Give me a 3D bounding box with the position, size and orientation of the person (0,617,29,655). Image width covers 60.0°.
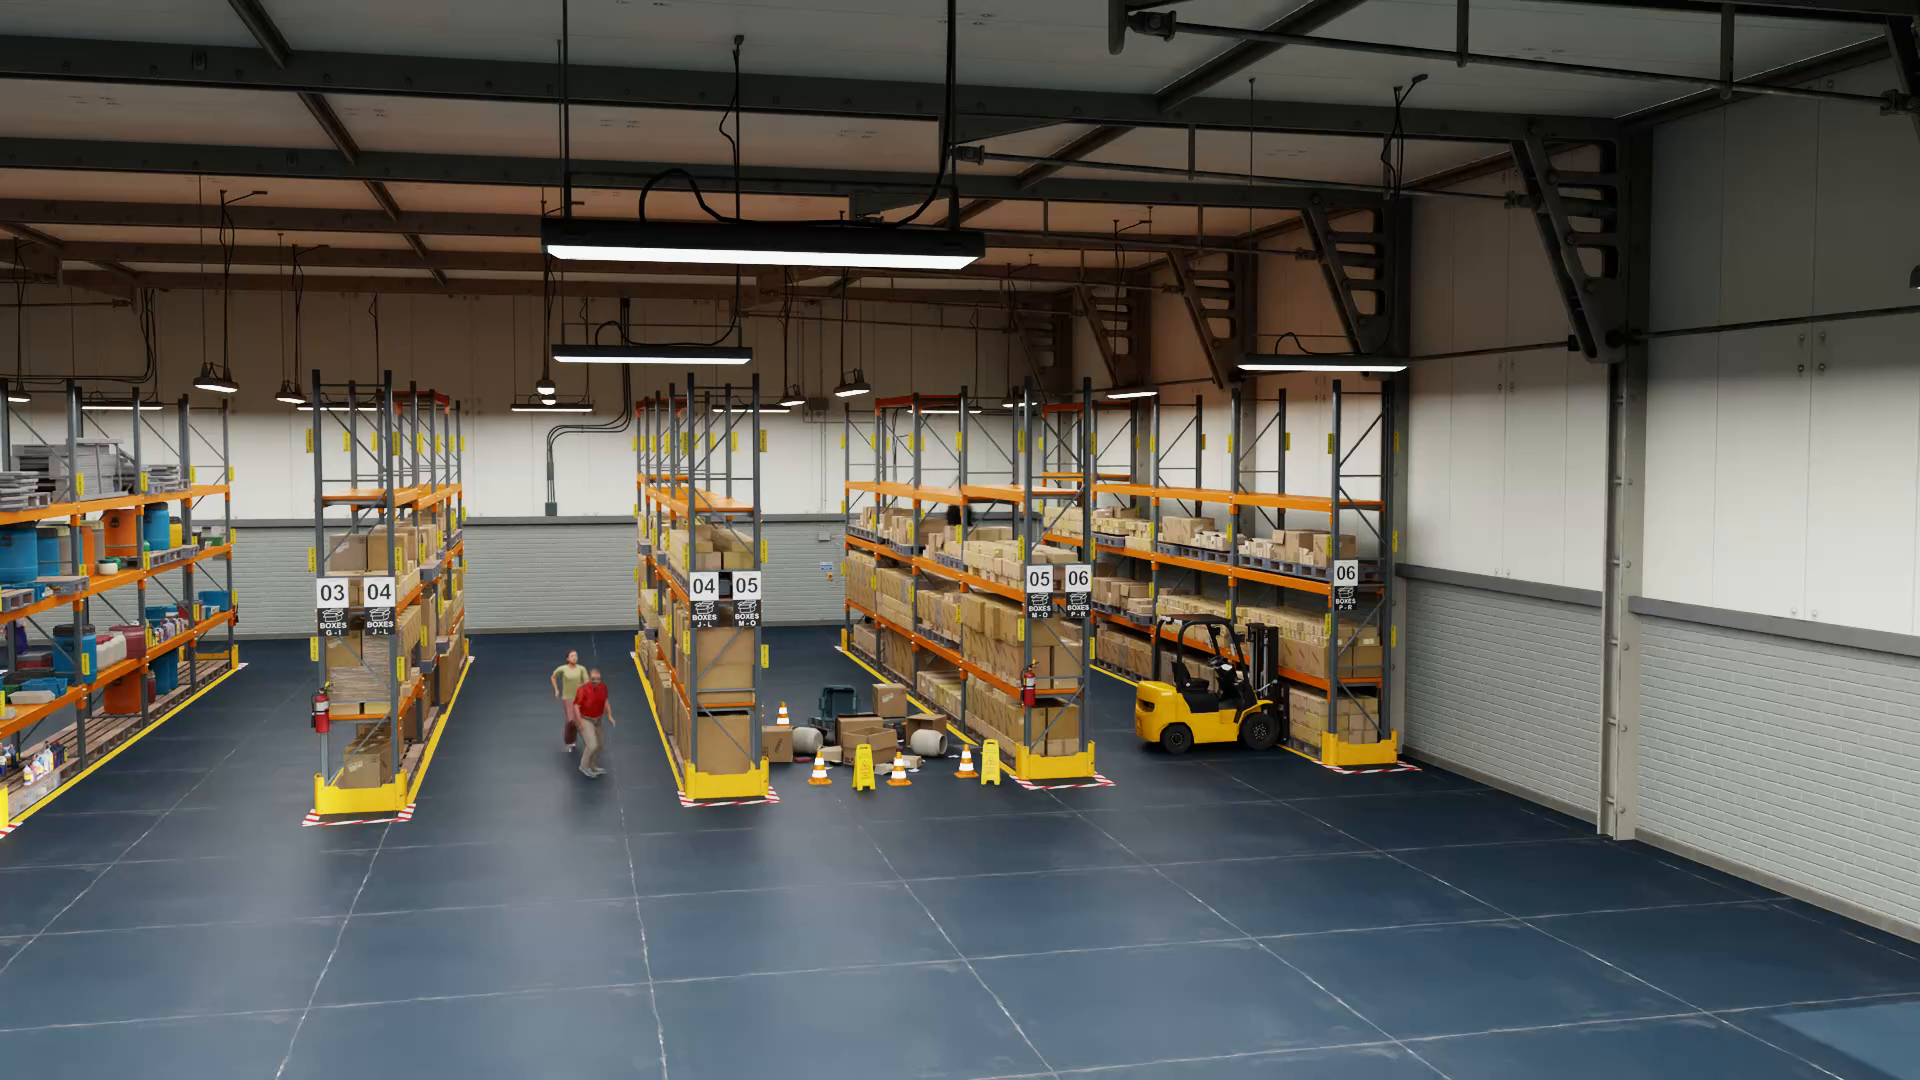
[{"bbox_3d":[-21.088,2.074,37.056,0.715,1.588,0.660,1,4,23],"label":"person"}]

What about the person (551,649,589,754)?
[{"bbox_3d":[-6.287,2.611,26.954,0.561,1.688,0.684,-2,4,-29],"label":"person"}]

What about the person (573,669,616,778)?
[{"bbox_3d":[-5.541,2.738,25.010,0.575,1.665,0.661,2,4,31],"label":"person"}]

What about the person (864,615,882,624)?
[{"bbox_3d":[-2.095,1.721,41.677,0.978,1.771,0.701,1,3,10],"label":"person"}]
